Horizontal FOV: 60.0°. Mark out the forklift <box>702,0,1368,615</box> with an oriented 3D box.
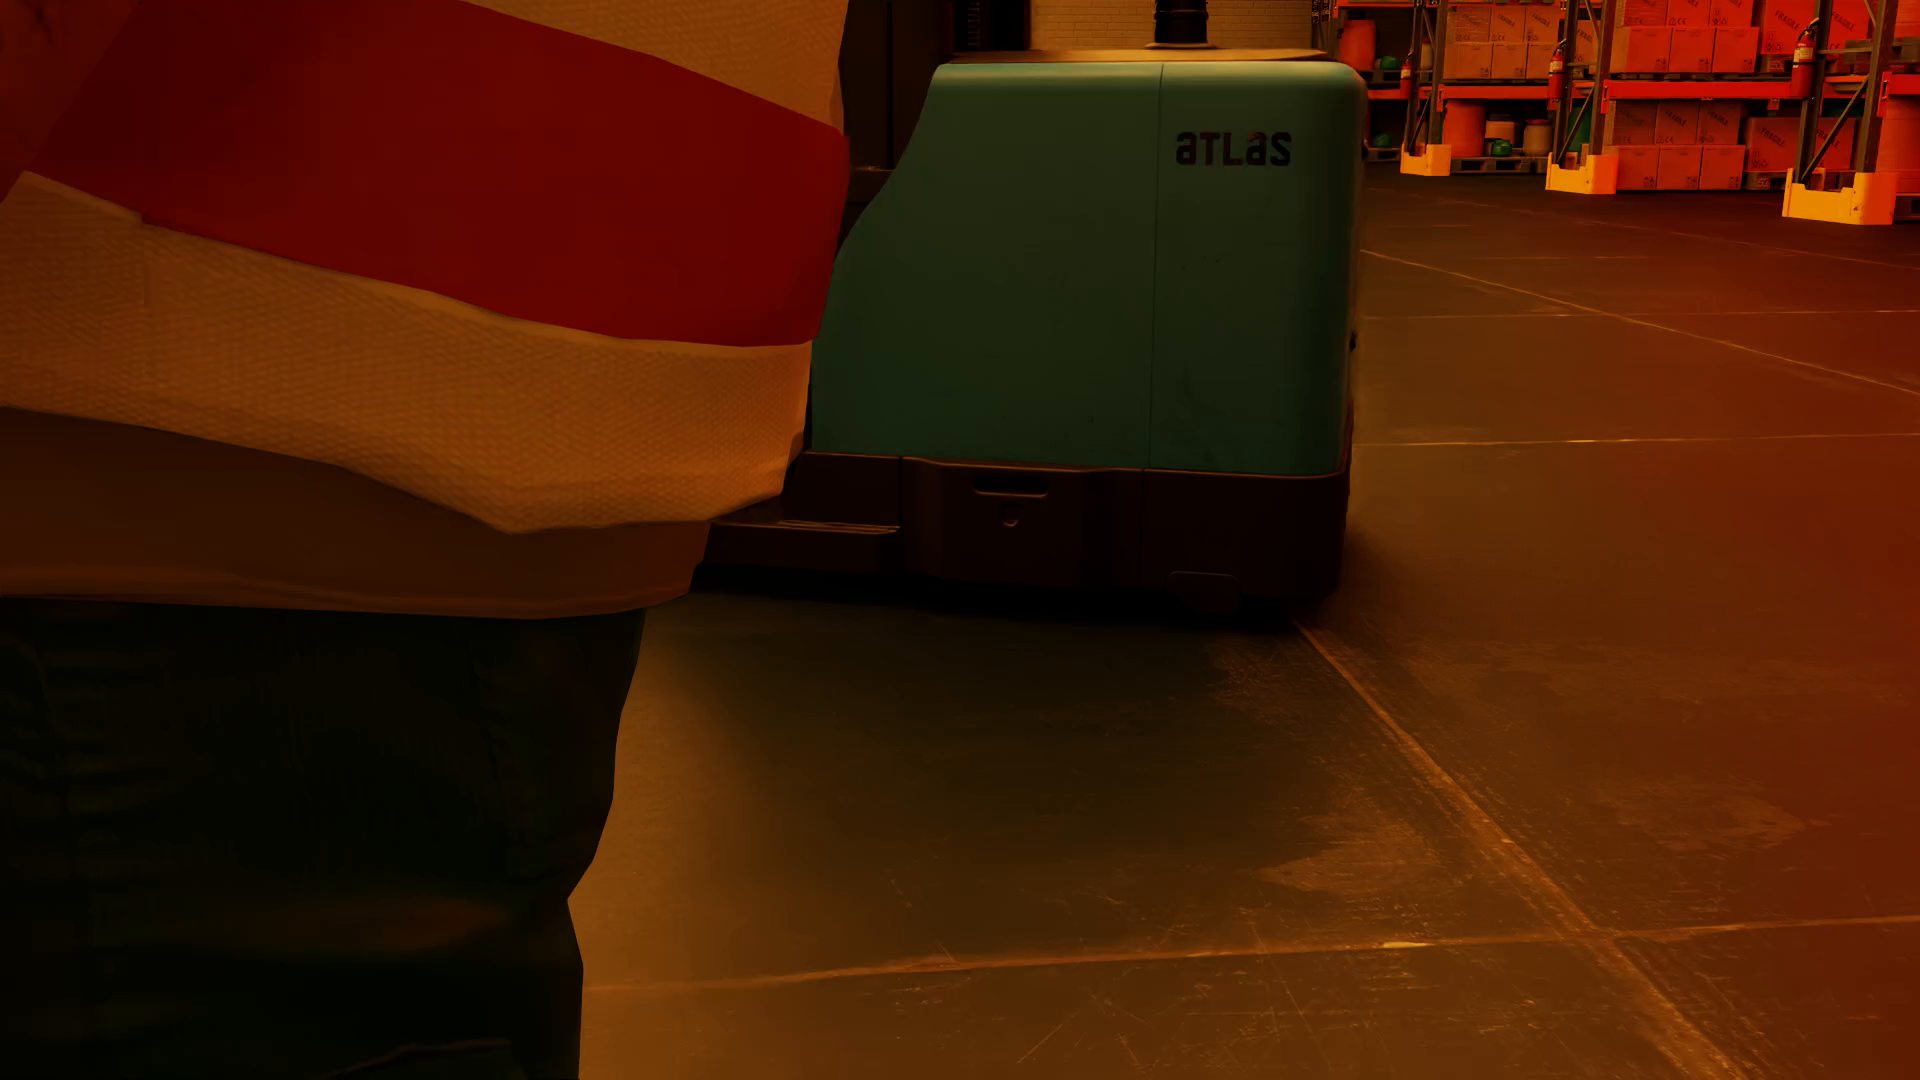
[{"bbox_3d":[-0.617,-1.452,3.693,3.031,2.935,1.130,4,15,14],"label":"forklift"}]
